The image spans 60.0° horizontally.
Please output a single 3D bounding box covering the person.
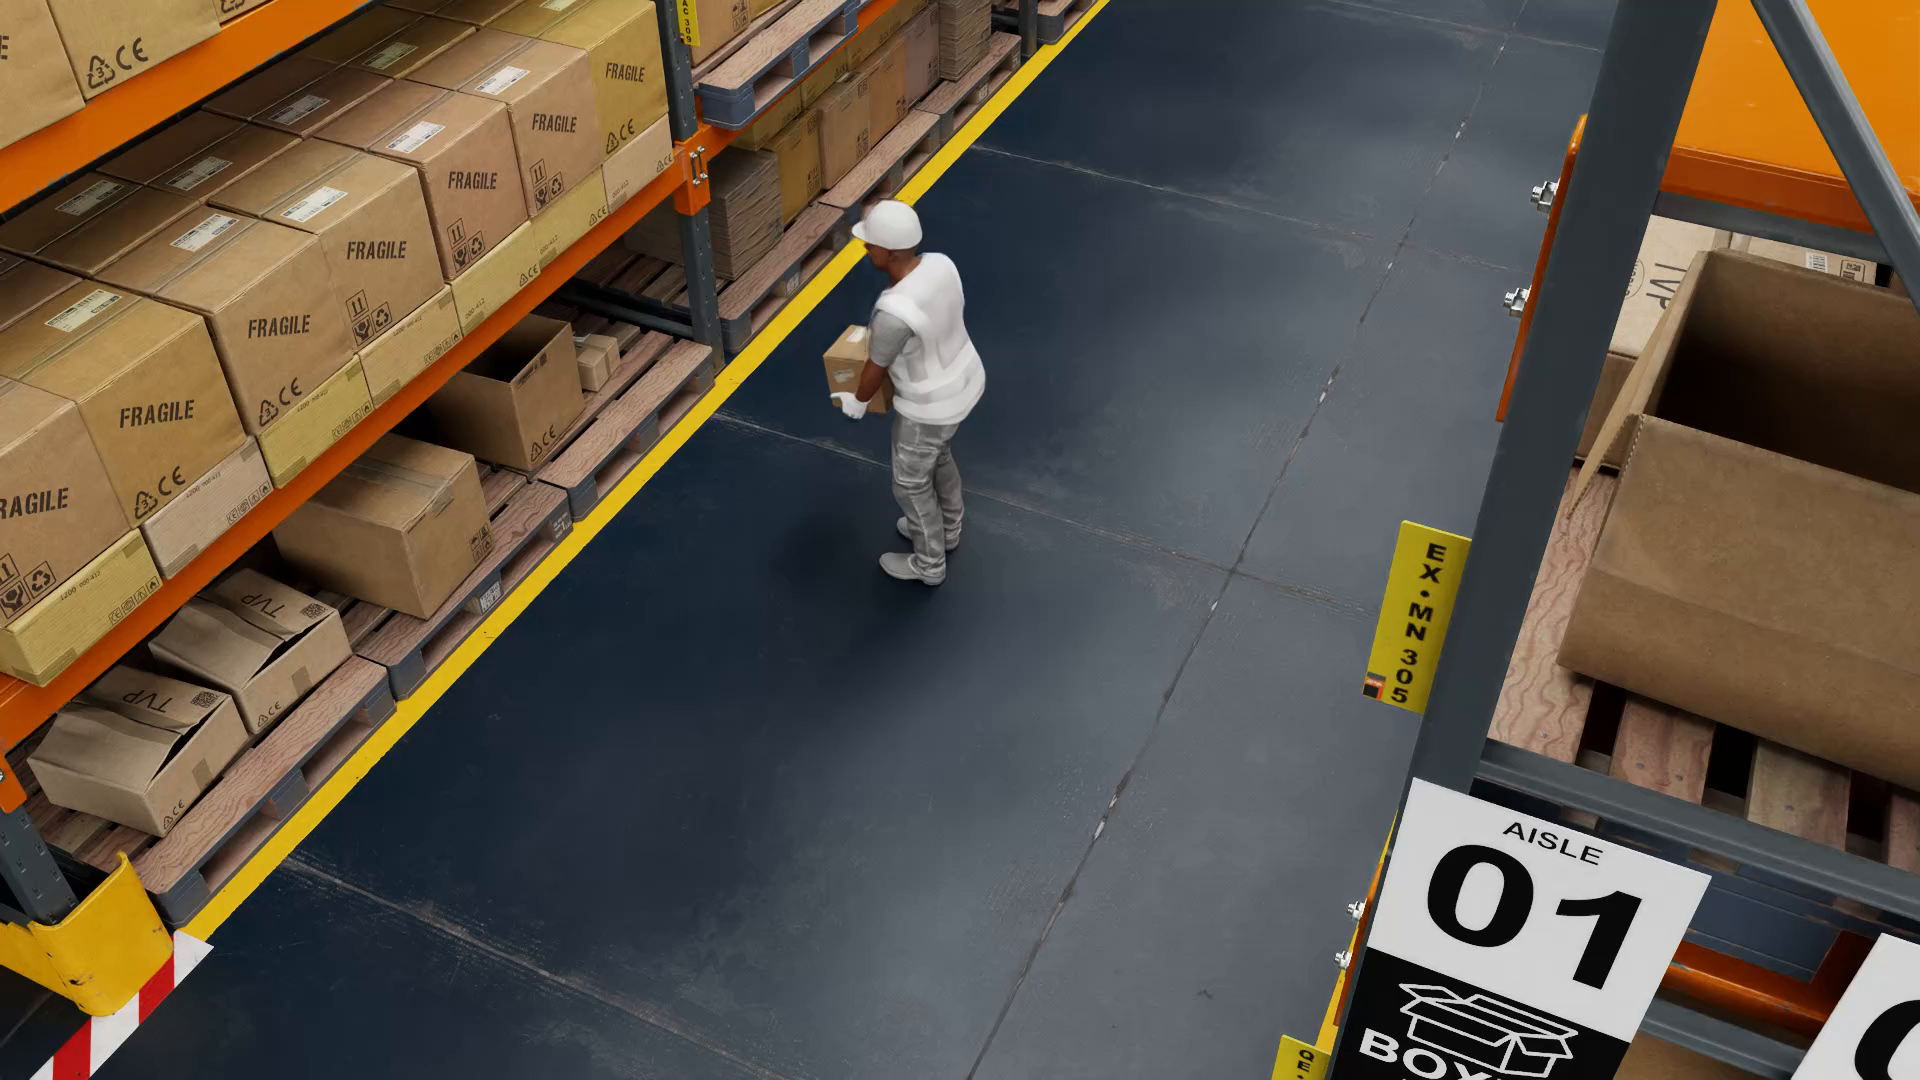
[{"bbox_3d":[-0.215,-0.600,6.836,0.603,1.761,0.487,16,44,18],"label":"person"}]
